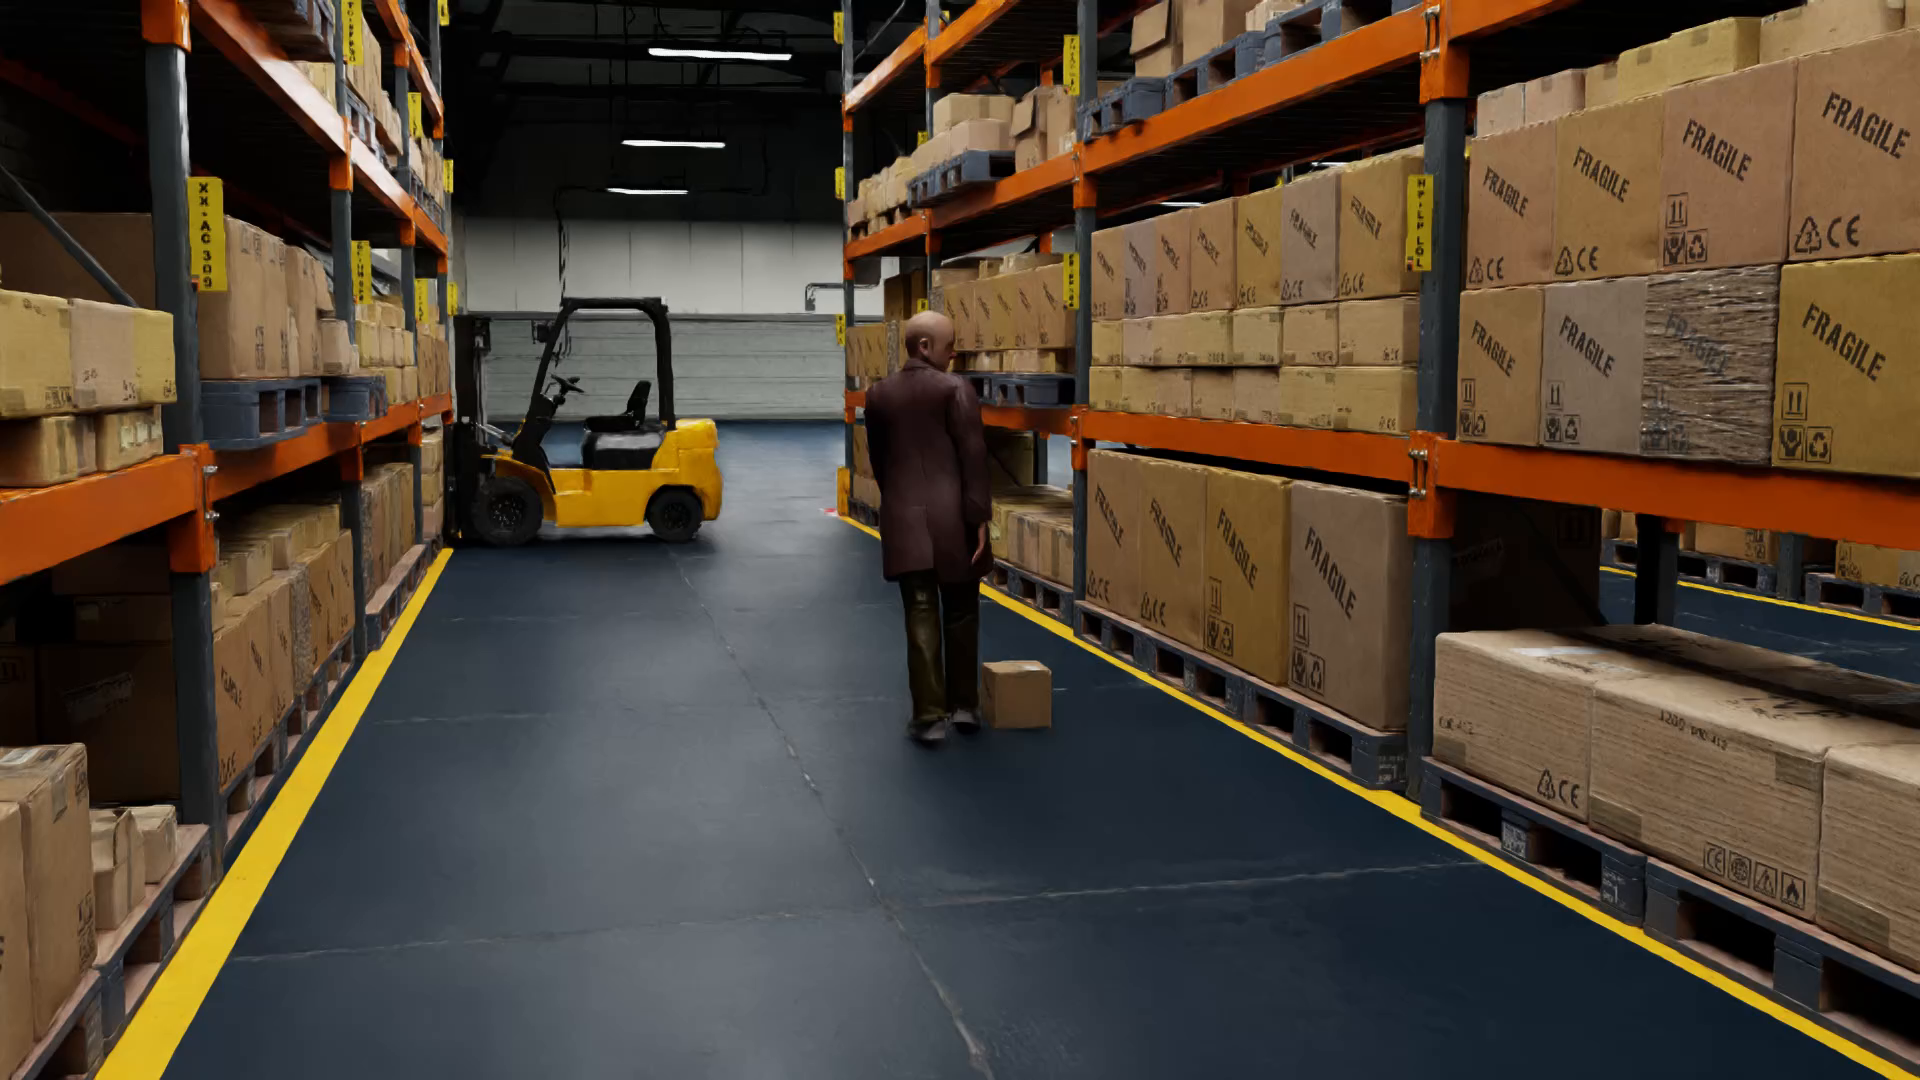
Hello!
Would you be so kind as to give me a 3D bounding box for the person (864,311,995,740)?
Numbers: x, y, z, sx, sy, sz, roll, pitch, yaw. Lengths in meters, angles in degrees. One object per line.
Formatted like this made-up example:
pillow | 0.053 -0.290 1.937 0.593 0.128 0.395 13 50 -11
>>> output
person | -0.121 0.051 6.984 0.569 1.629 0.698 1 6 9
